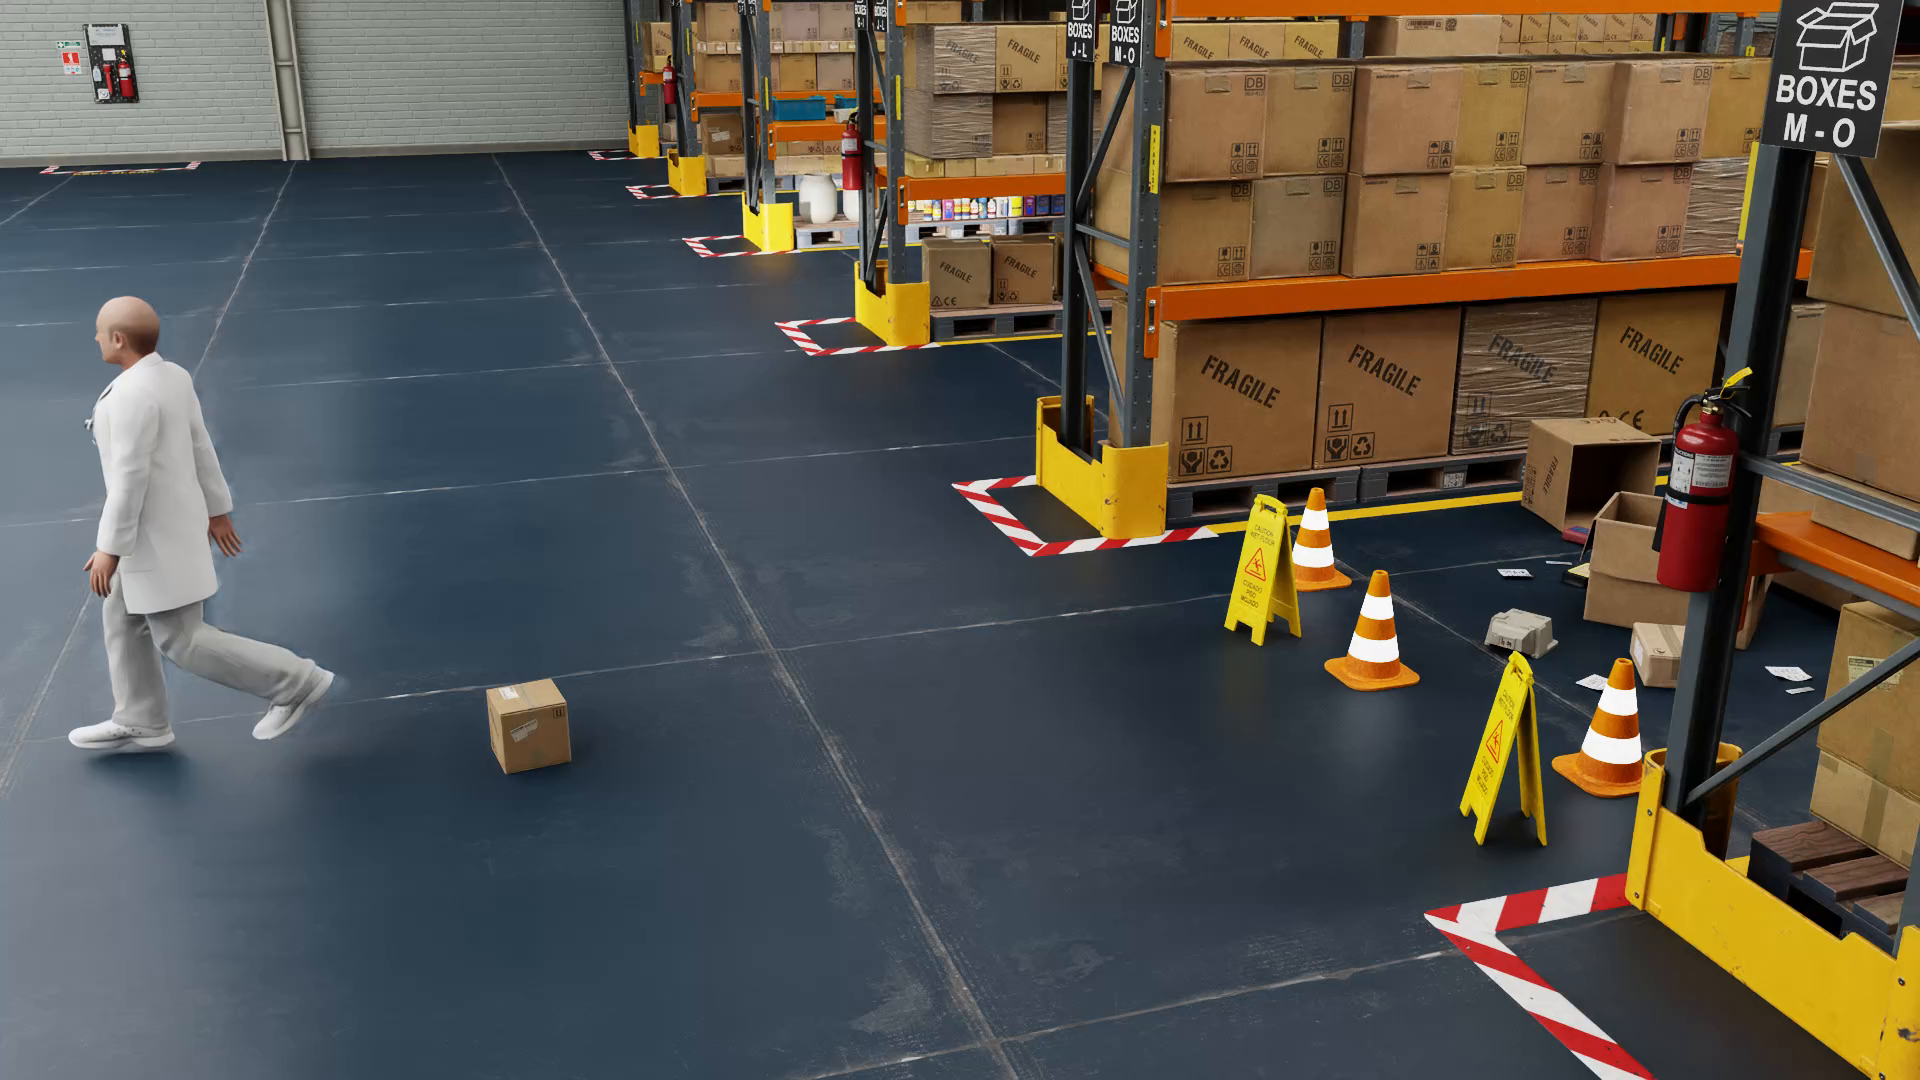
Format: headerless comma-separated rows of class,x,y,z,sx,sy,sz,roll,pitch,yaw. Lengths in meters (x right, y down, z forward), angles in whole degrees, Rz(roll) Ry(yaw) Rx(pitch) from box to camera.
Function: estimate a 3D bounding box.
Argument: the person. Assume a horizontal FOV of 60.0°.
person,-2.913,-0.034,6.164,1.009,1.740,0.605,-4,19,-11
